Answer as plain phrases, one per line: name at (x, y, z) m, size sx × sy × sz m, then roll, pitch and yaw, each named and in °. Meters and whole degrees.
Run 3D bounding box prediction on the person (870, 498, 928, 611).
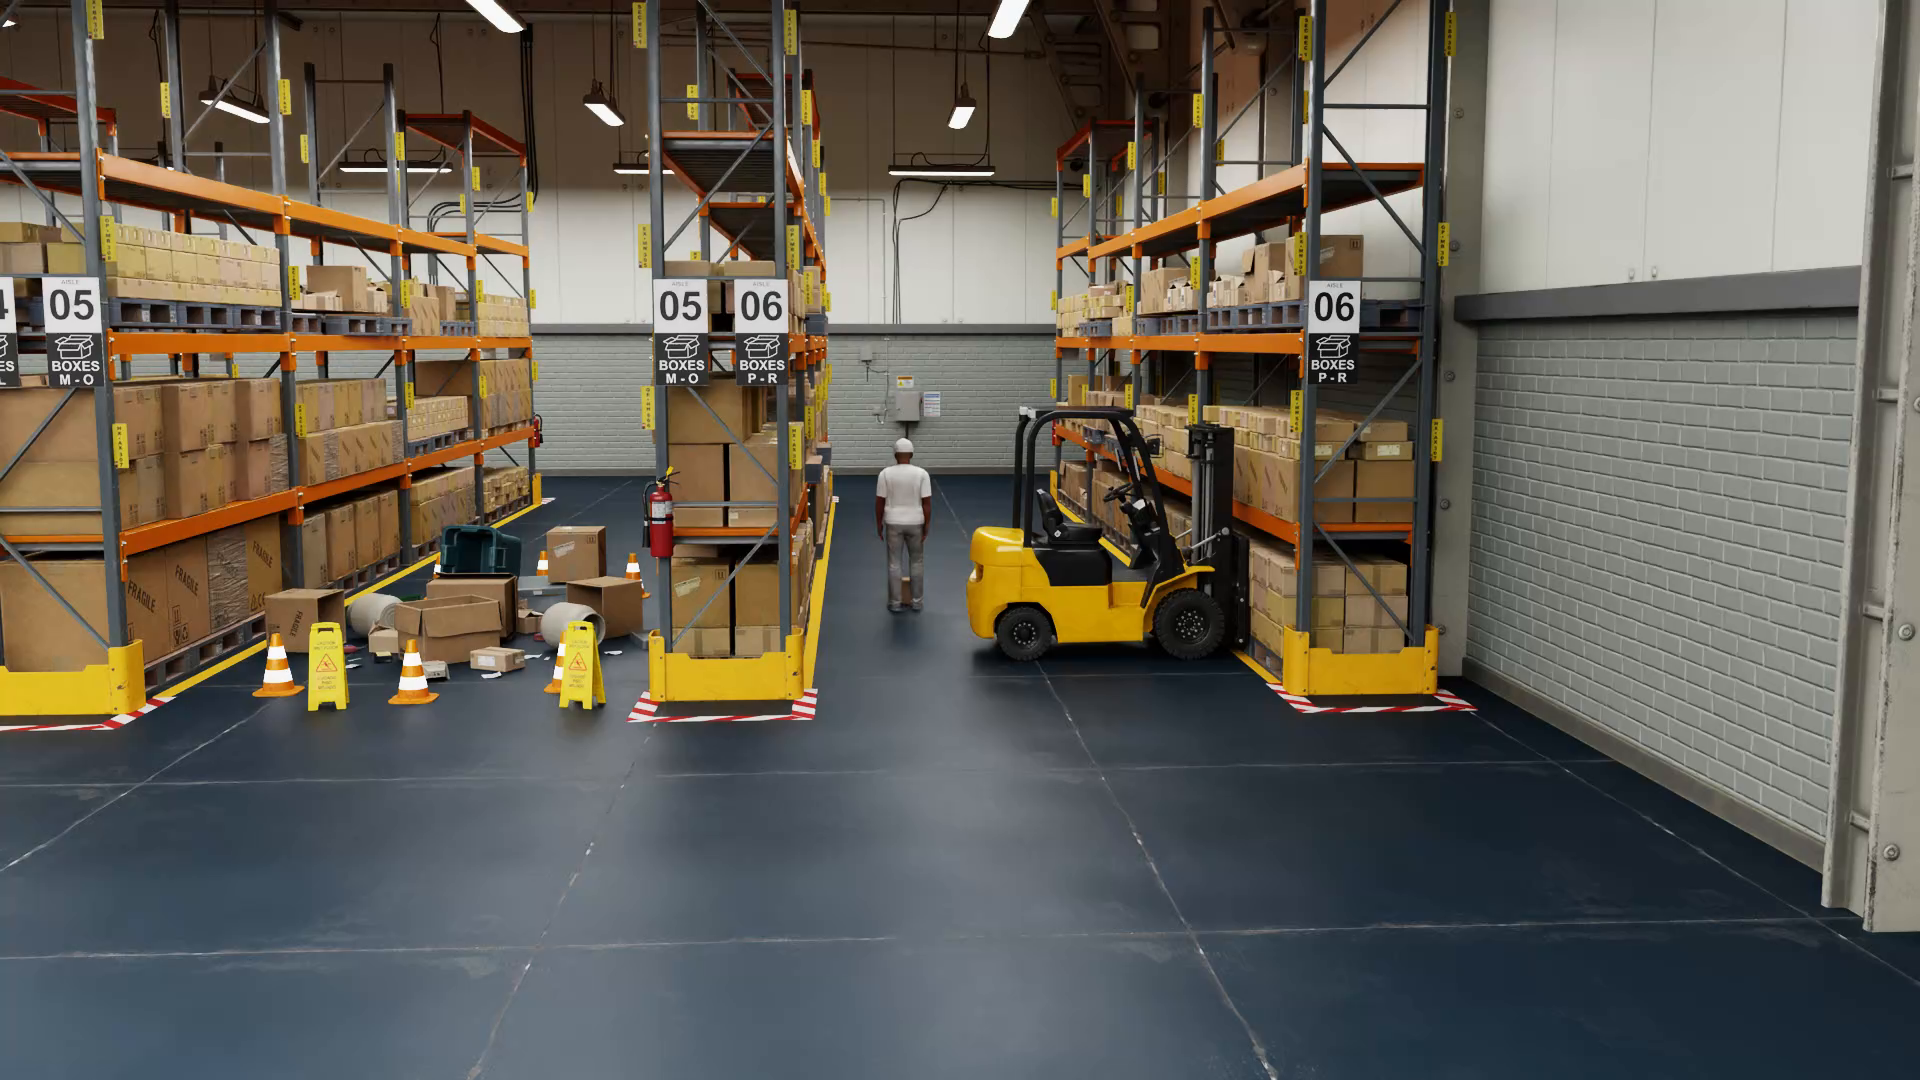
person at (-0.621, 0.154, 17.124) m, size 0.606 × 1.113 × 0.869 m, roll -1°, pitch 7°, yaw -6°
